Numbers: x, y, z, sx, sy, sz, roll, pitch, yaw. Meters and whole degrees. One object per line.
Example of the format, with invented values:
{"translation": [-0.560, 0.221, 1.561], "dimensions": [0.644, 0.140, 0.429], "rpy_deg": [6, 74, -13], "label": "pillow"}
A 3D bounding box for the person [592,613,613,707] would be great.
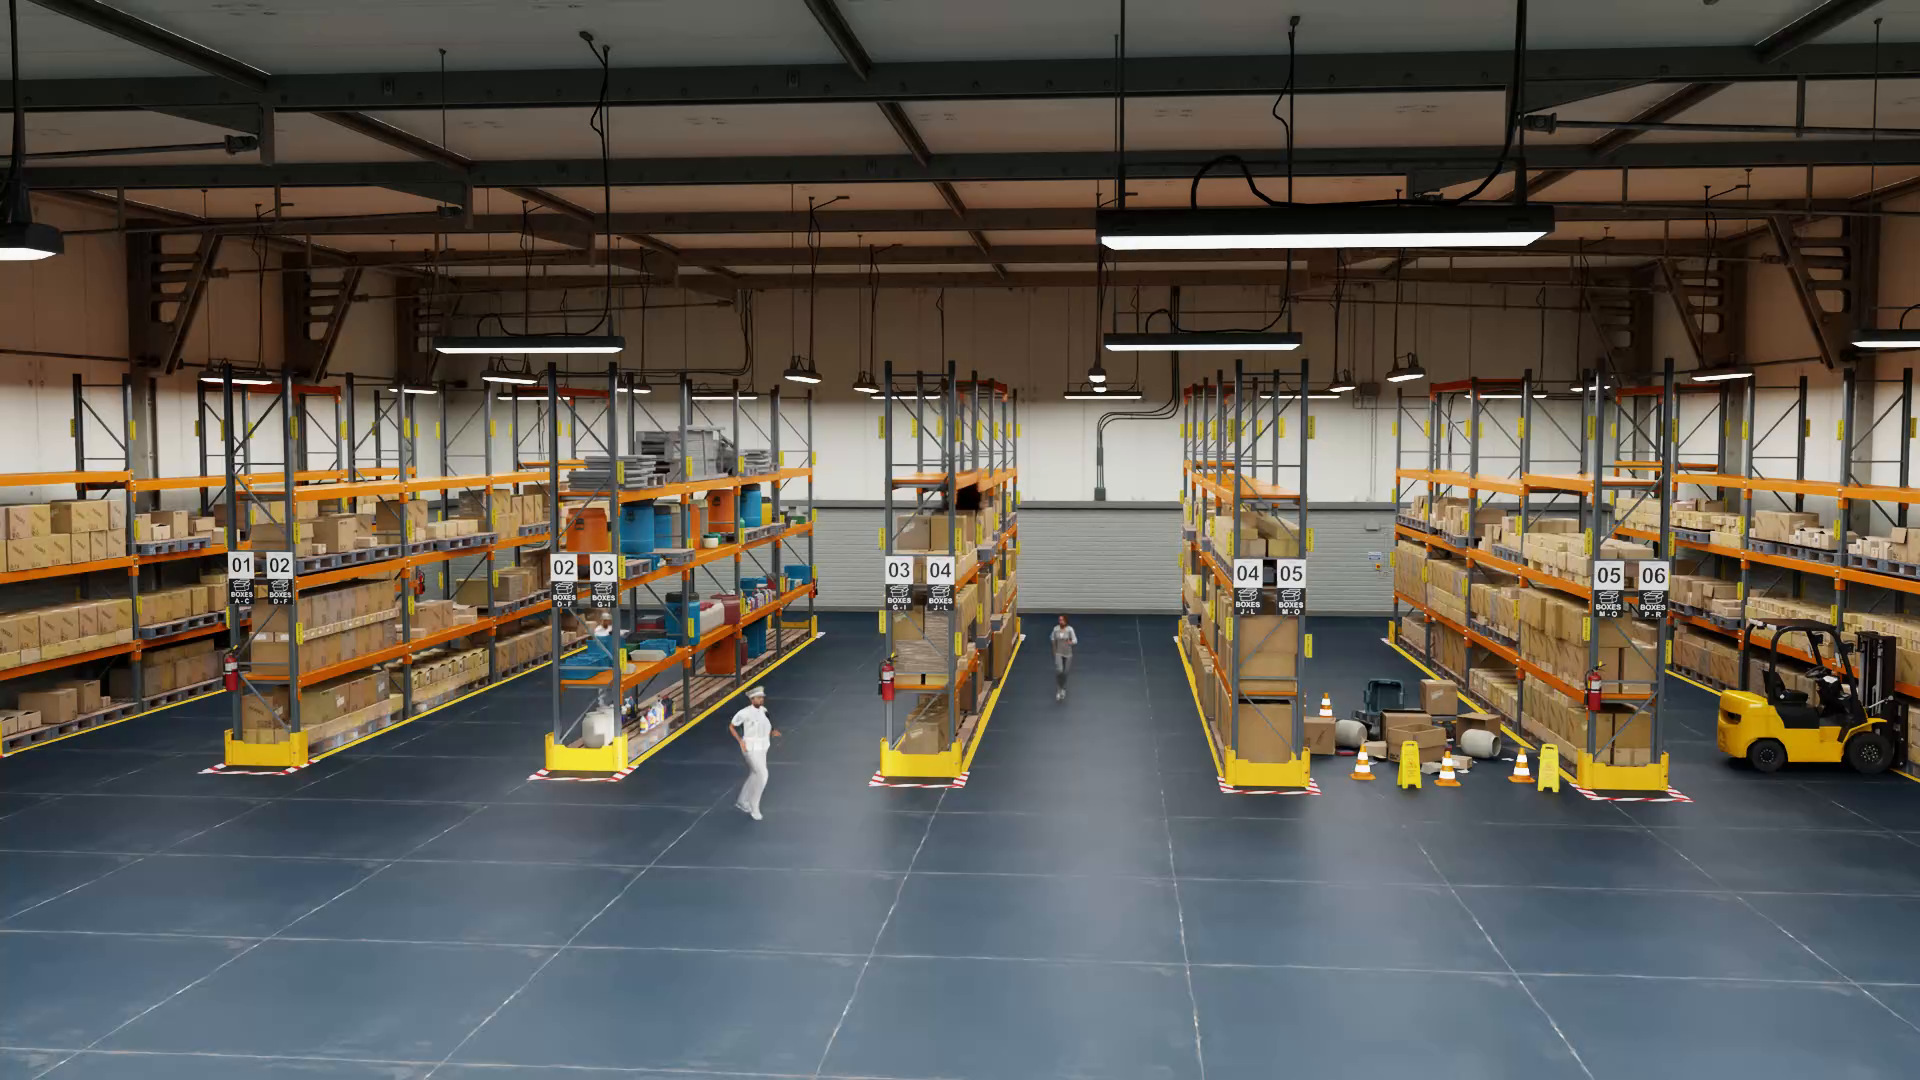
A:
{"translation": [-6.434, 2.160, 30.315], "dimensions": [0.591, 1.690, 0.890], "rpy_deg": [0, 4, -3], "label": "person"}

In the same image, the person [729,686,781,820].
{"translation": [-2.638, 2.753, 21.548], "dimensions": [0.709, 1.733, 0.551], "rpy_deg": [2, 4, 33], "label": "person"}

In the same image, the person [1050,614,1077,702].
{"translation": [1.926, 2.187, 30.883], "dimensions": [0.506, 1.638, 0.697], "rpy_deg": [0, 4, 3], "label": "person"}
